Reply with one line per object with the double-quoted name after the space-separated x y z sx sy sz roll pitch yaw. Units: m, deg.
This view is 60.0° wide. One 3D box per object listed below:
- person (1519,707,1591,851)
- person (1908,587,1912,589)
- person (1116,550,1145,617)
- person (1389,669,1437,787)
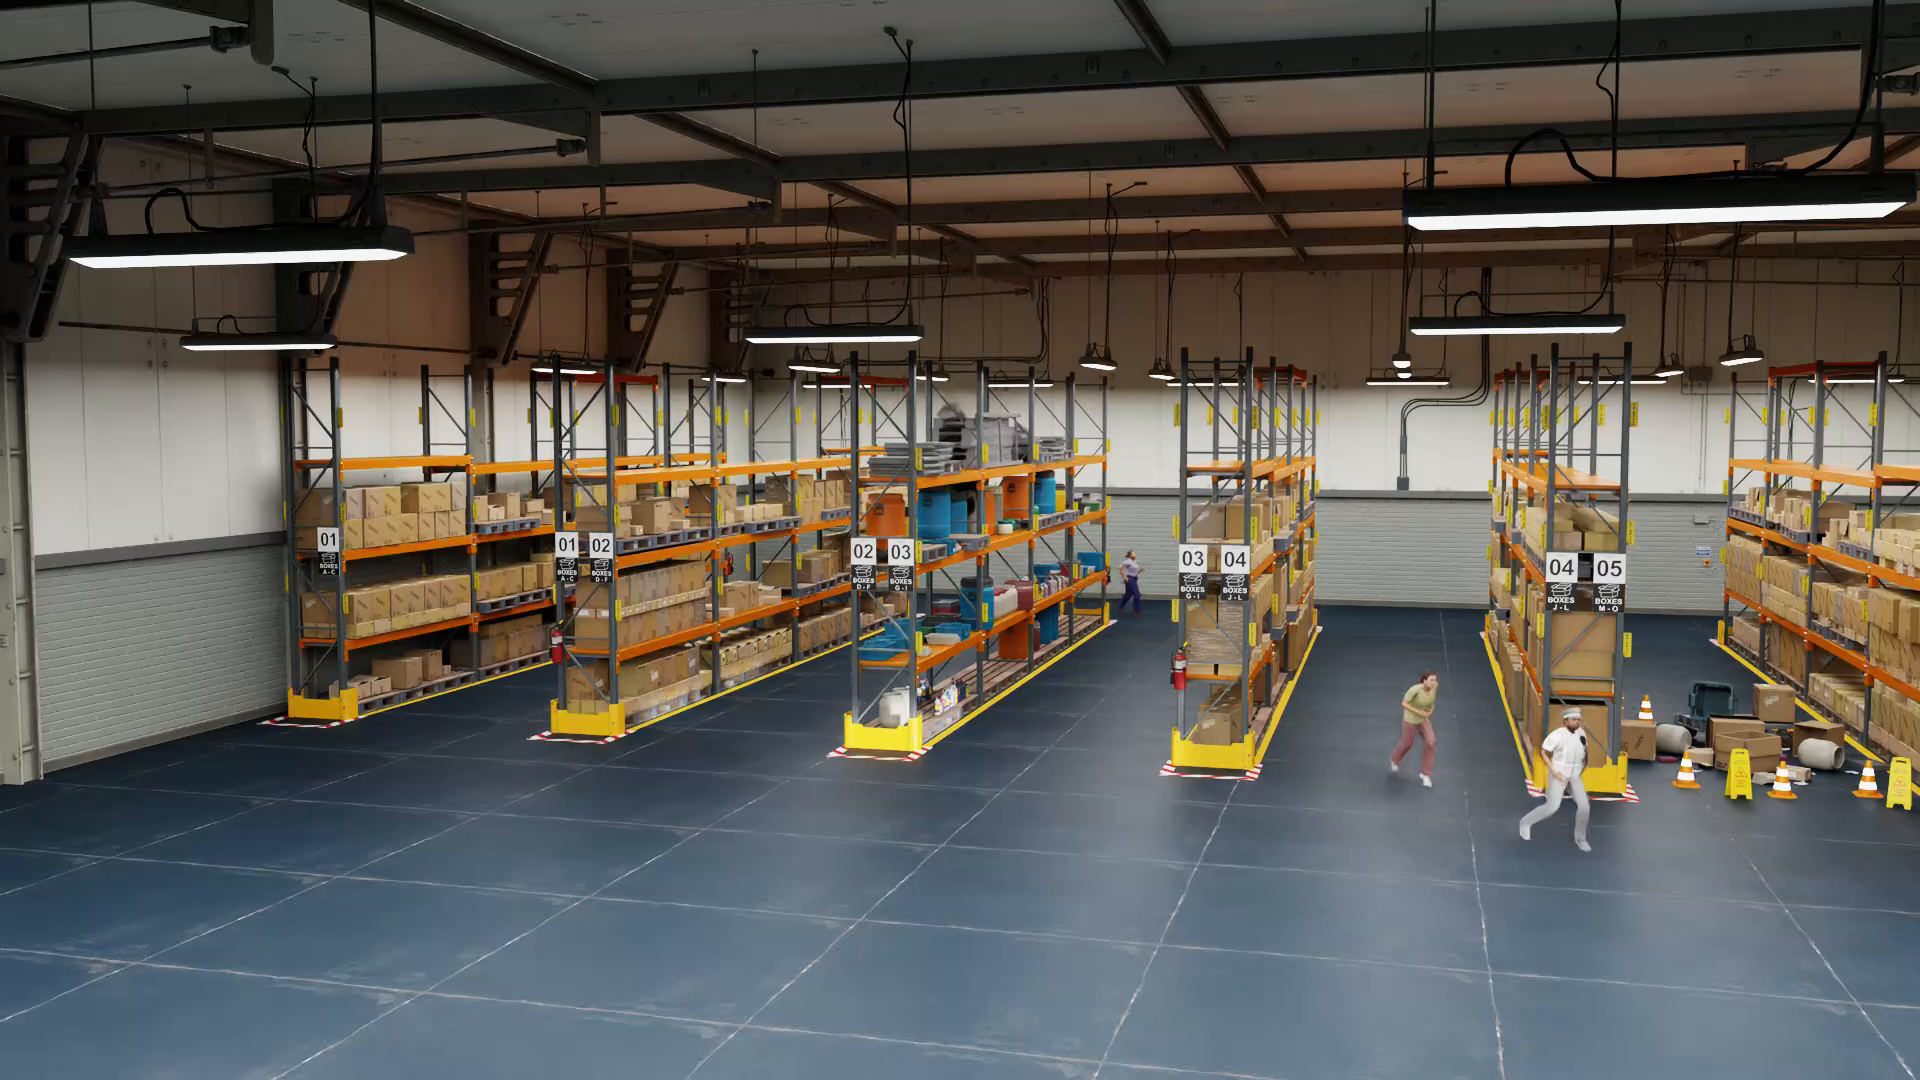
7.022 2.777 19.436 0.809 1.691 0.671 -2 4 -20 "person"
18.363 1.771 32.202 0.646 1.729 0.671 0 4 6 "person"
4.294 1.100 41.998 0.771 1.709 0.579 1 4 19 "person"
6.267 2.545 23.002 0.619 1.626 0.960 -2 5 -22 "person"
